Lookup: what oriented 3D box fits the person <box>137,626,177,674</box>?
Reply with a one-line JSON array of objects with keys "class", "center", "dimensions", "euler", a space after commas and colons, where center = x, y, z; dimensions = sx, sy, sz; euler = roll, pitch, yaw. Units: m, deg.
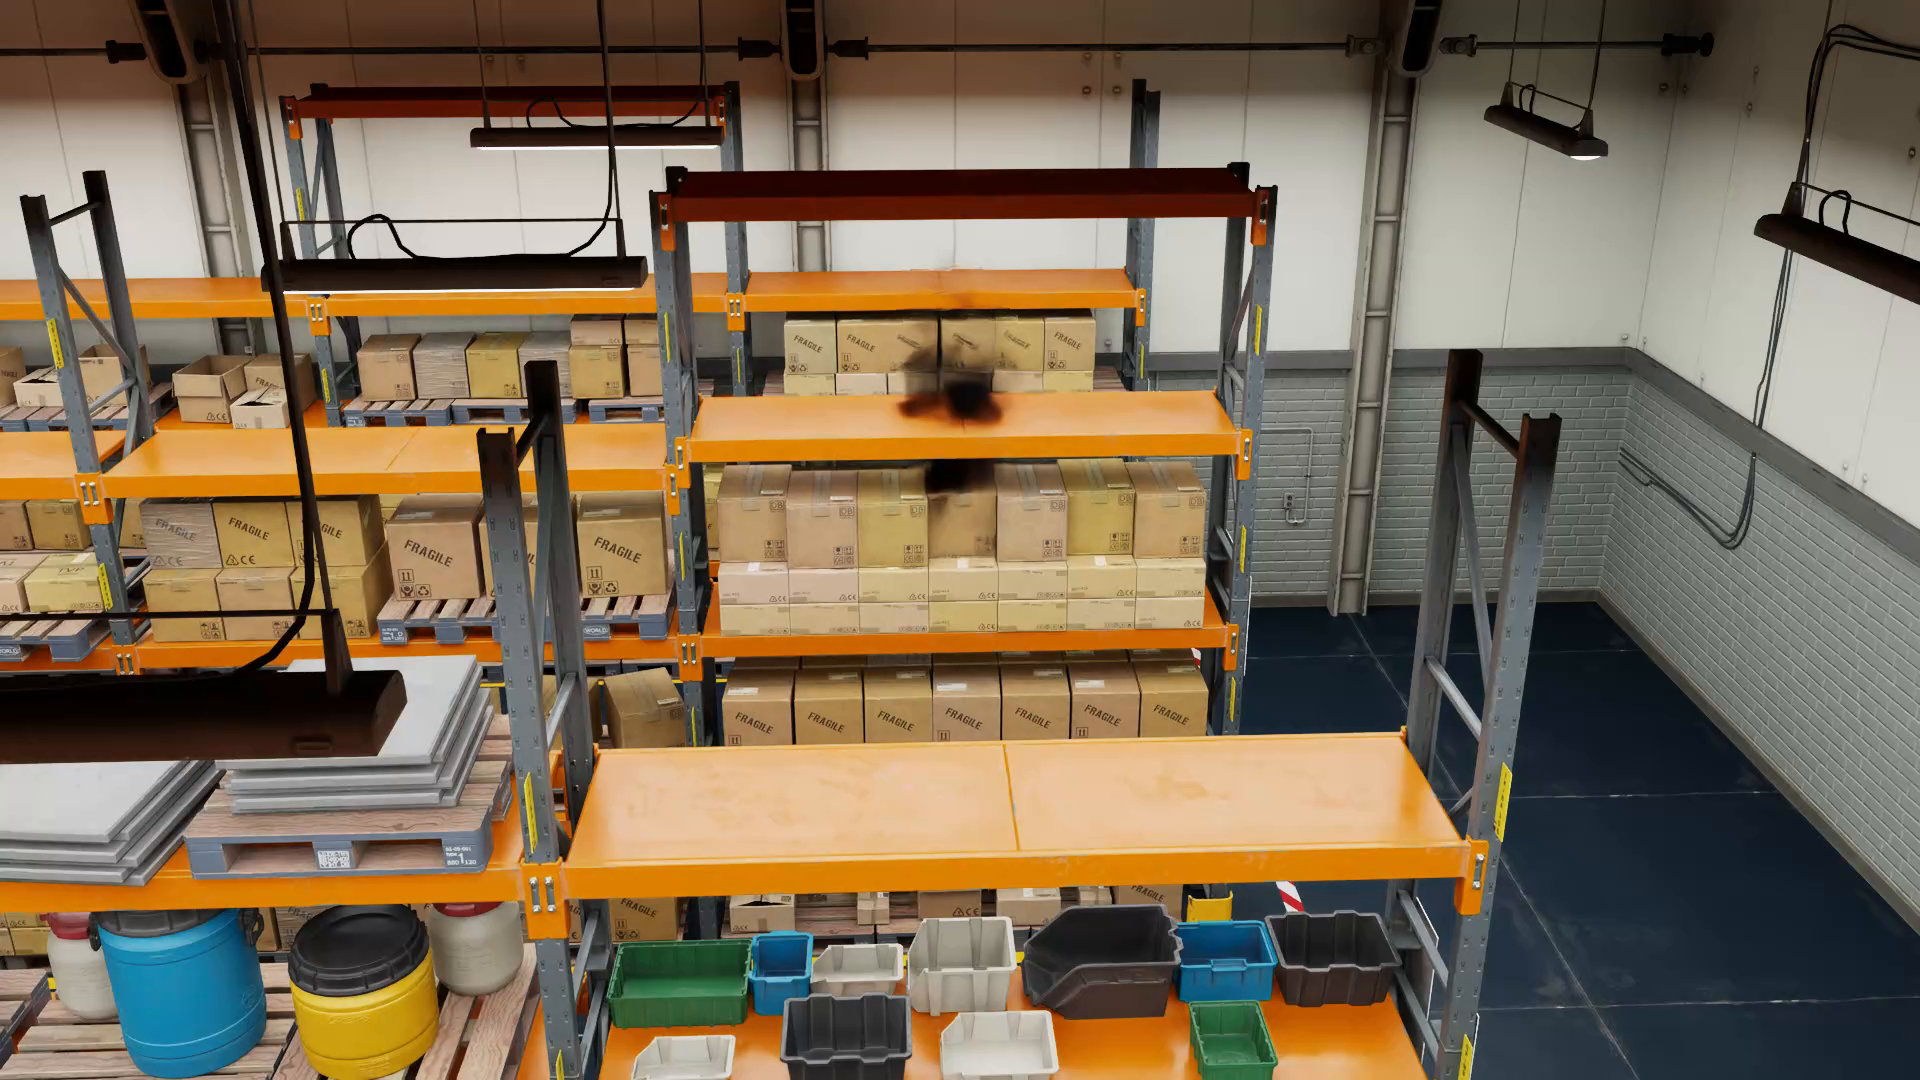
[{"class": "person", "center": [-7.157, 1.602, 14.880], "dimensions": [0.774, 1.796, 0.681], "euler": [-1, 22, -2]}]
